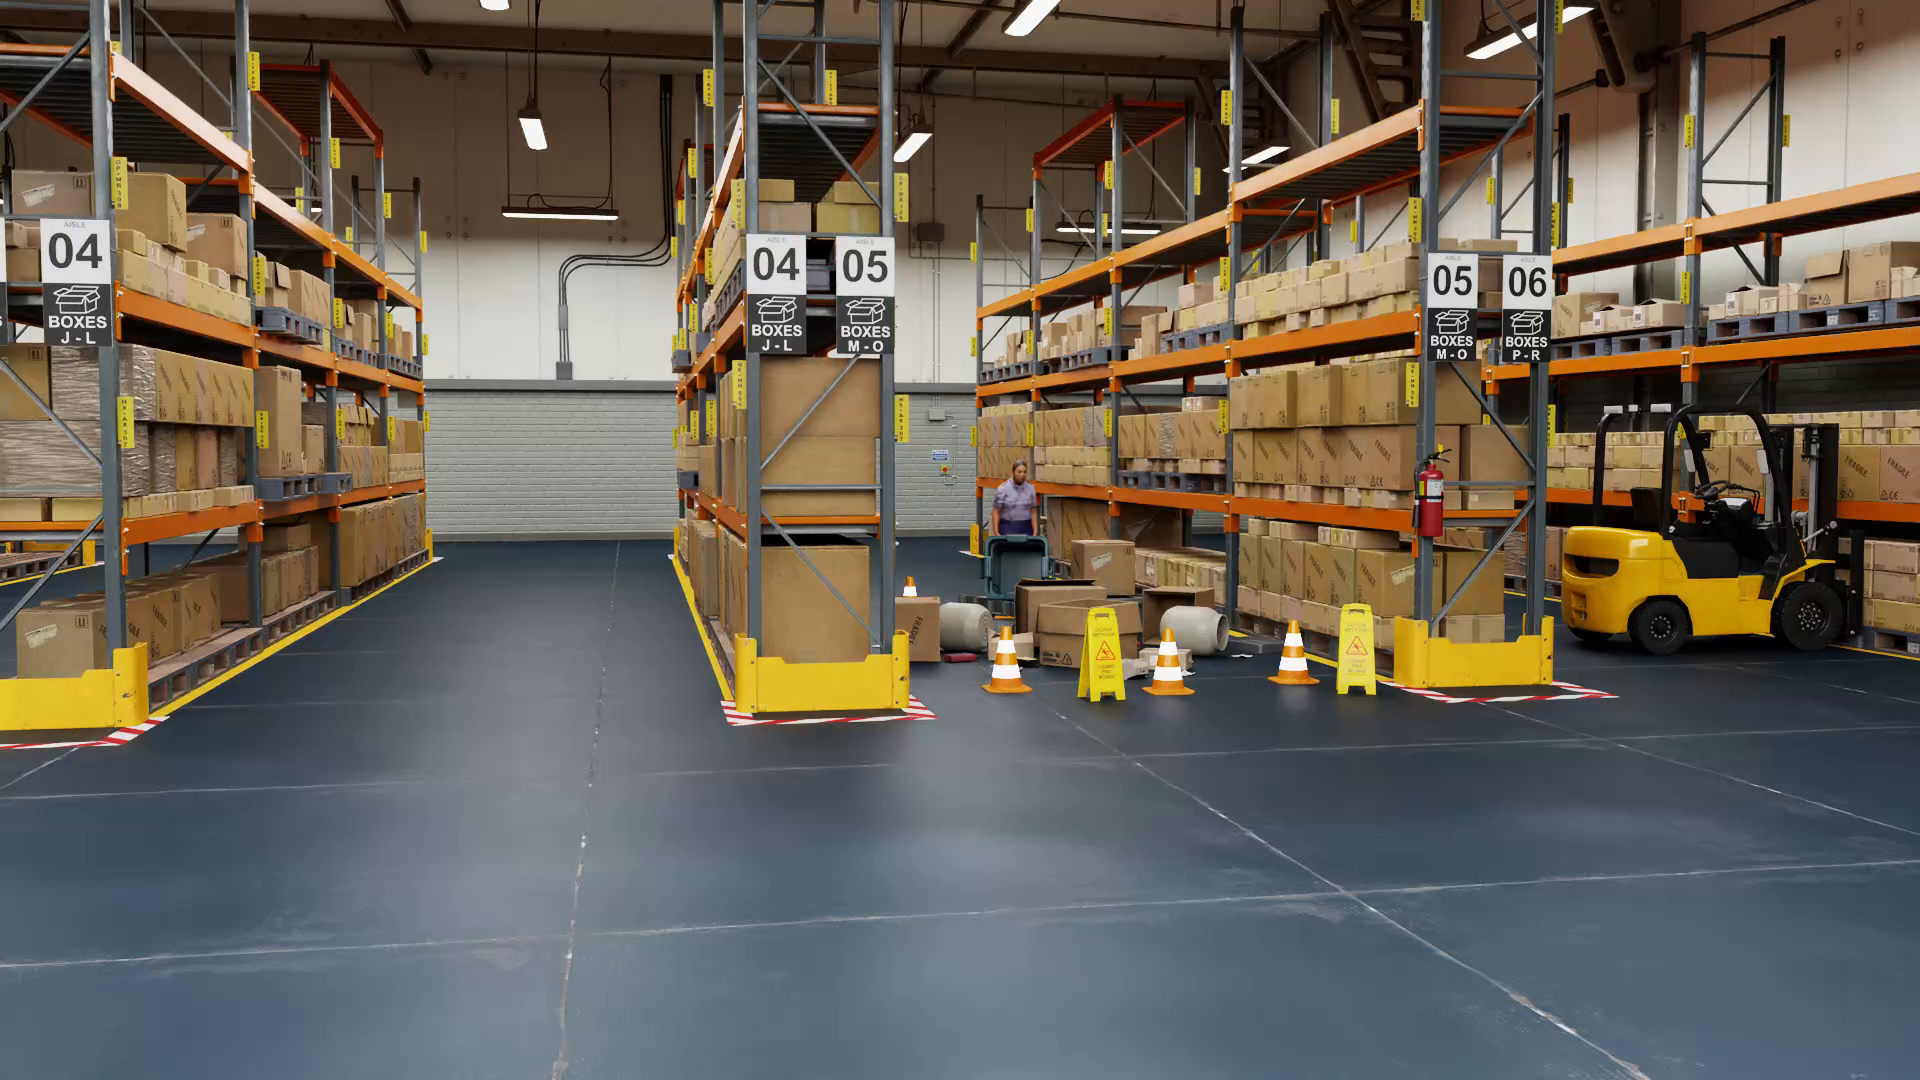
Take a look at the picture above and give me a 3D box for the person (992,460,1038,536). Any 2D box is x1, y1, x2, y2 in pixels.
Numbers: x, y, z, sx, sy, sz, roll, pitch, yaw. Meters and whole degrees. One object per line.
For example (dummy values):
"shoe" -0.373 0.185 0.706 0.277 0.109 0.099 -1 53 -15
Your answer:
"person" 0.601 -0.047 18.078 0.547 1.650 0.341 -1 3 -18
